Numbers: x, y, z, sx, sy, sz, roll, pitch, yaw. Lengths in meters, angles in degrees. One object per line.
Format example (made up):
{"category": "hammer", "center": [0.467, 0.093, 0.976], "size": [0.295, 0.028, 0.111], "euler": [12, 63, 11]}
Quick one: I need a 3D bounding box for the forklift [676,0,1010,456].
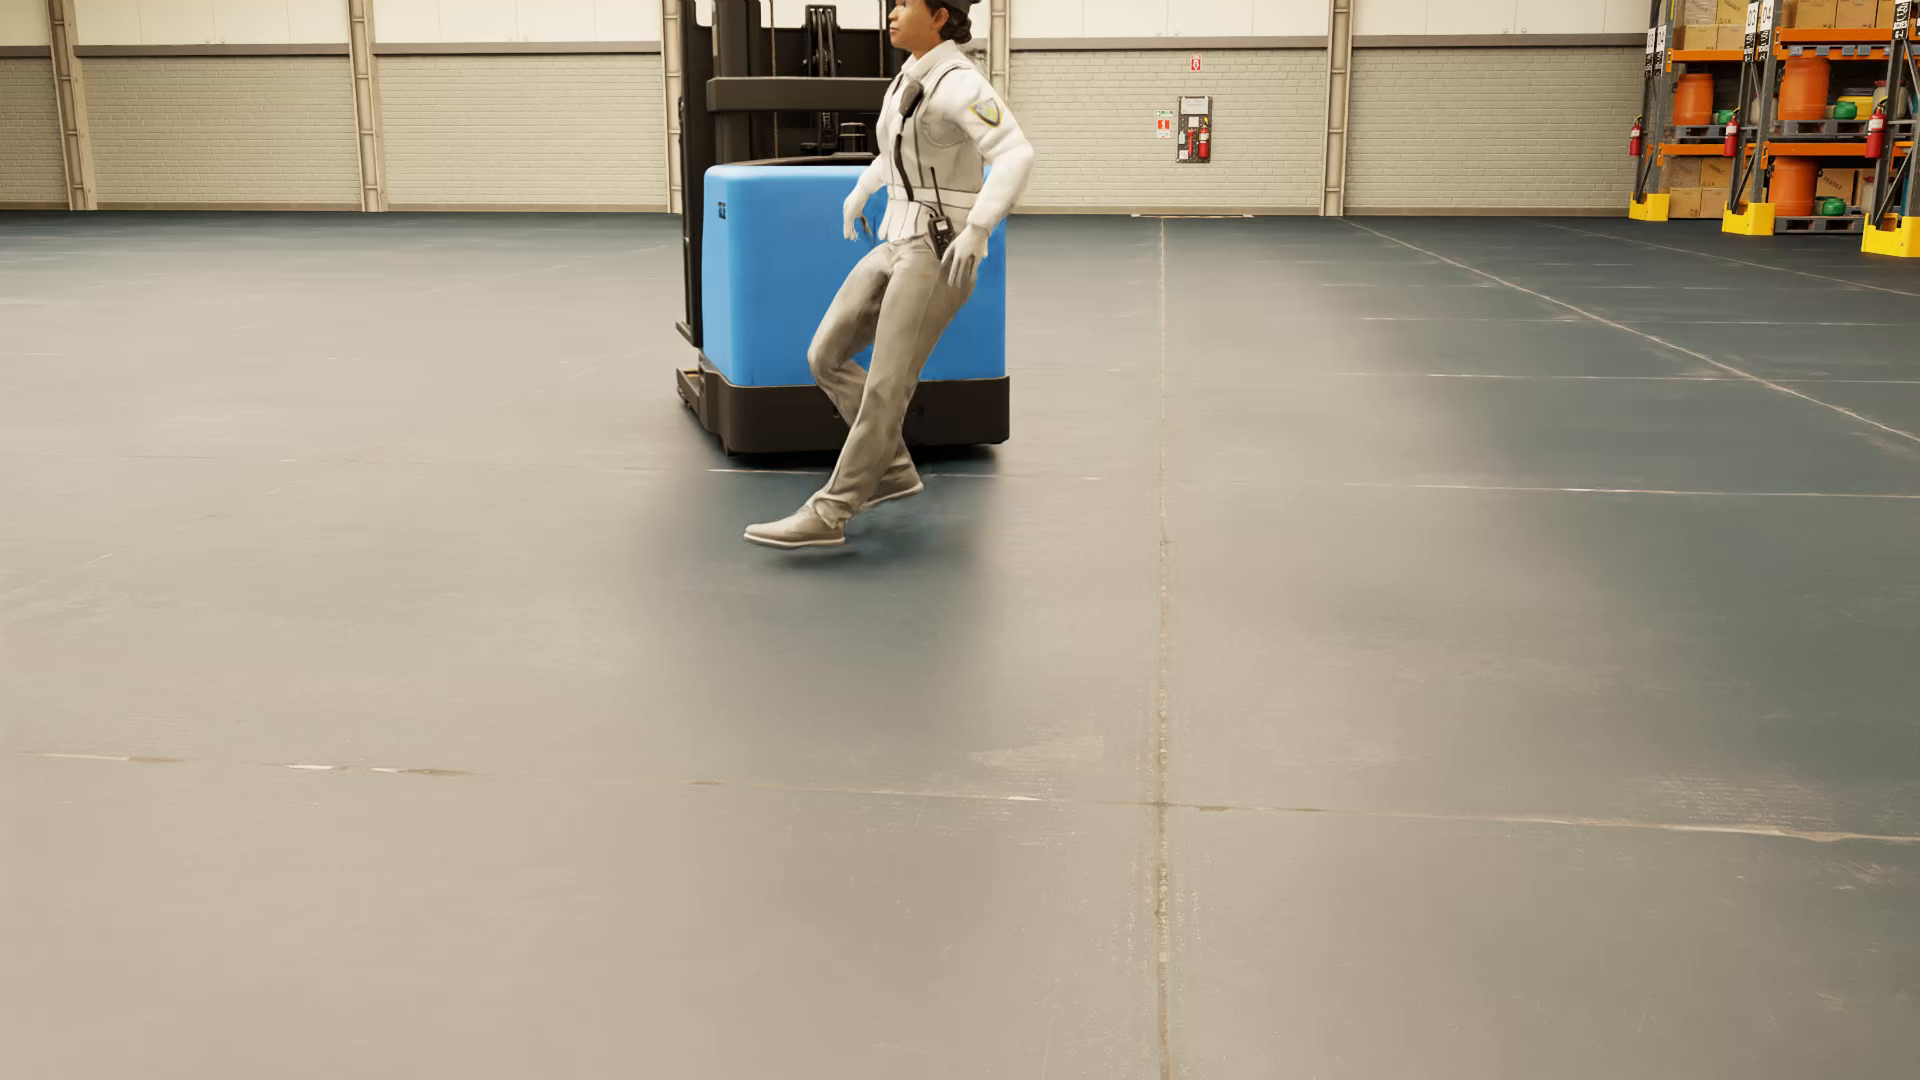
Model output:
{"category": "forklift", "center": [-0.679, -2.025, 7.170], "size": [1.130, 2.935, 3.031], "euler": [-3, 14, -14]}

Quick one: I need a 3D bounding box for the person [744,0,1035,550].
{"category": "person", "center": [-0.264, -0.804, 4.652], "size": [0.761, 1.620, 0.834], "euler": [-4, 14, -18]}
